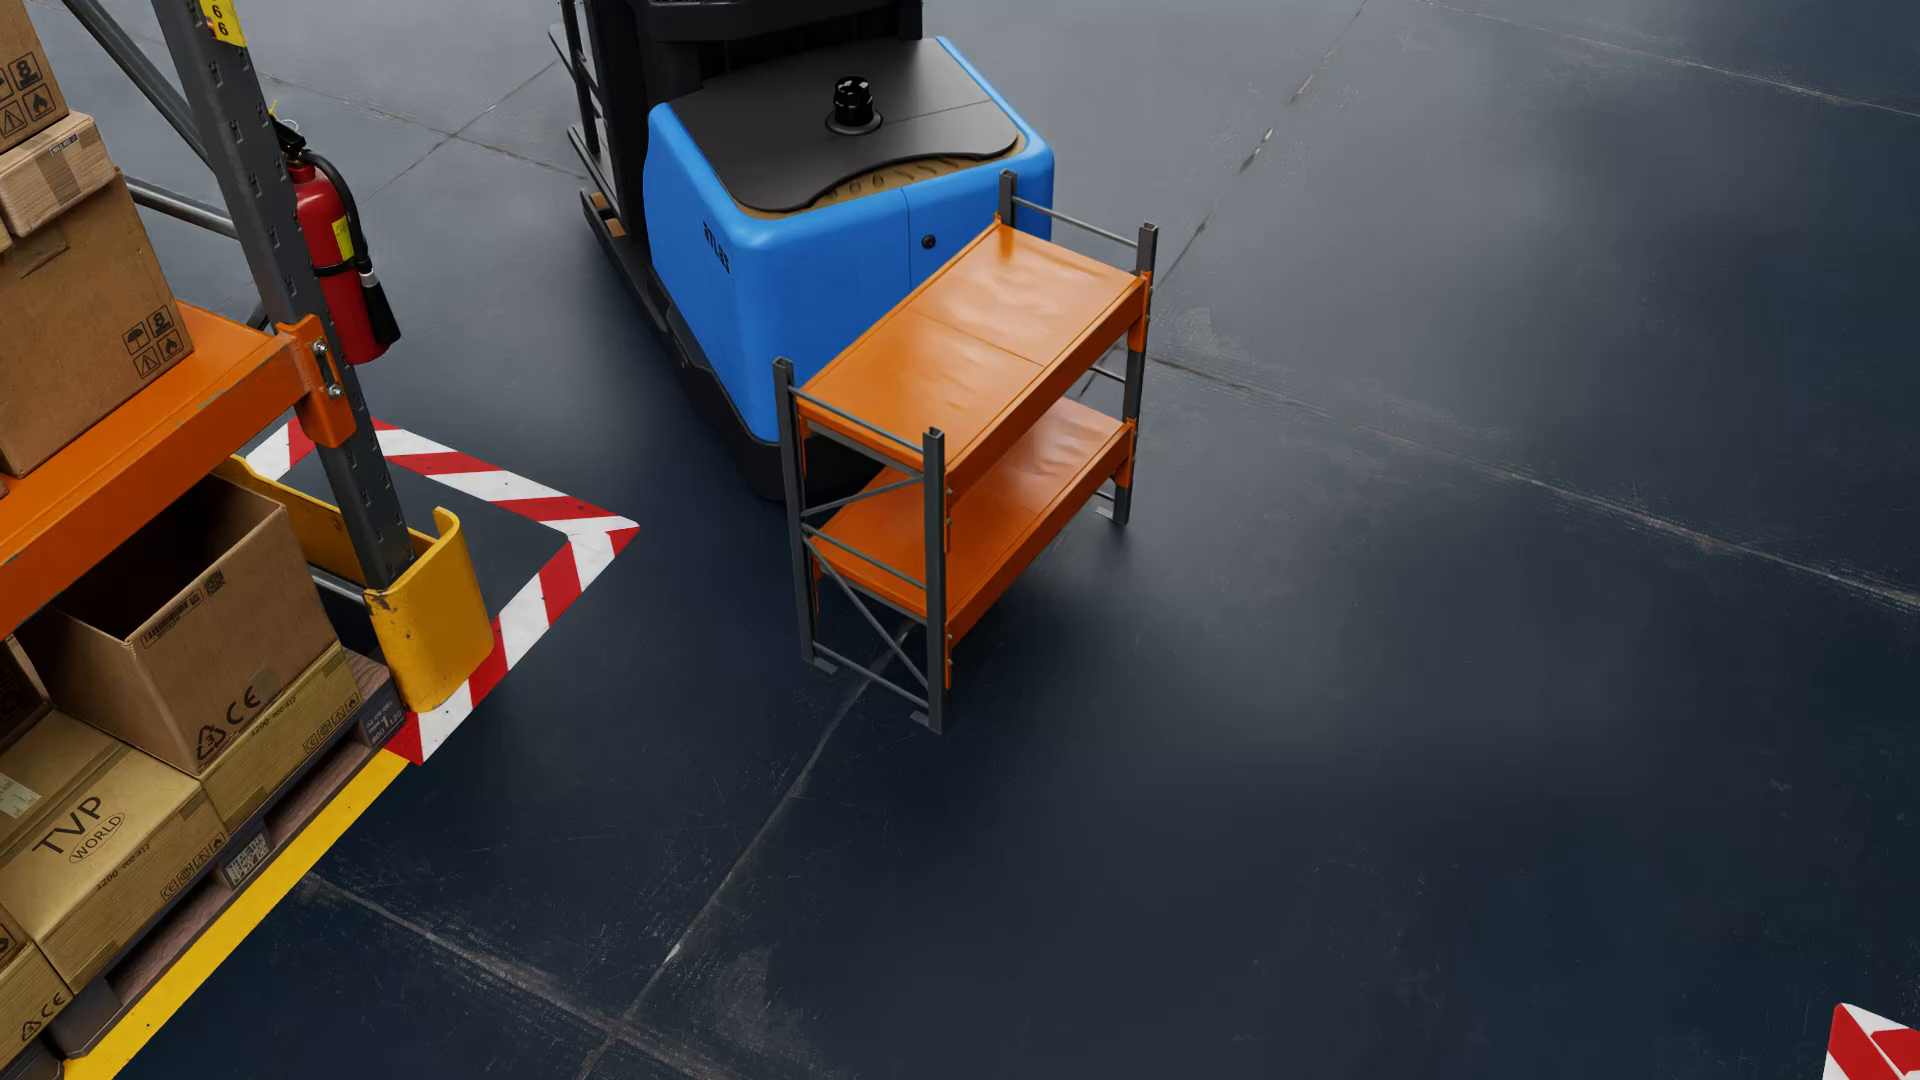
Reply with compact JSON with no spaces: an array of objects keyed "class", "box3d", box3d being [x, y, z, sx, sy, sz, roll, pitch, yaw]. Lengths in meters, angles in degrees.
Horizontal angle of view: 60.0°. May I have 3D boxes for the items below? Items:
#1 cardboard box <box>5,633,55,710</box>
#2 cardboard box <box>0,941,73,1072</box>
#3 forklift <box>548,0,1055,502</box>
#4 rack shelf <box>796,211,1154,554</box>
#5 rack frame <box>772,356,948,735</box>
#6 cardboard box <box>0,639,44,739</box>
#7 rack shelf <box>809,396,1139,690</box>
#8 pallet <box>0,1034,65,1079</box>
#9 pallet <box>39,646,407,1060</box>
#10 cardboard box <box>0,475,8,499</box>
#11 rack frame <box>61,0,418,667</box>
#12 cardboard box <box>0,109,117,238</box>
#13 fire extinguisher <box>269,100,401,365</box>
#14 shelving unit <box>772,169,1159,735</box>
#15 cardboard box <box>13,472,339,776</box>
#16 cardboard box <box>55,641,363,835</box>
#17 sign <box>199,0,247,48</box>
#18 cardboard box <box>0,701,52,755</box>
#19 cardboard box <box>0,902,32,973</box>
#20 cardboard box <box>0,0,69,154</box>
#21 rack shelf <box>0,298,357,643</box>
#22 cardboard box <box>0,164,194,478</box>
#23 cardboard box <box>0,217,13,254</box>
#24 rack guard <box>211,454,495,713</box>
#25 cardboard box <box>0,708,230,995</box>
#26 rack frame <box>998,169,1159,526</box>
[{"class":"cardboard box","box3d":[-2.413,0.255,4.527,0.500,0.250,0.500,20,49,19]},{"class":"cardboard box","box3d":[-2.406,1.060,3.731,0.500,0.250,0.500,20,49,19]},{"class":"forklift","box3d":[-0.798,-2.207,5.371,1.130,2.935,3.031,-19,48,-18]},{"class":"rack shelf","box3d":[0.037,-0.456,4.498,0.538,0.278,1.000,26,51,23]},{"class":"rack frame","box3d":[-0.251,0.048,4.411,0.500,1.125,0.032,26,51,23]},{"class":"cardboard box","box3d":[-2.643,0.307,3.949,0.500,0.500,0.500,20,49,19]},{"class":"rack shelf","box3d":[0.037,-0.078,4.880,0.538,0.278,1.000,26,51,23]},{"class":"pallet","box3d":[-2.852,1.413,3.705,1.003,0.211,1.213,20,49,19]},{"class":"pallet","box3d":[-2.285,0.647,4.462,1.003,0.211,1.213,20,49,19]},{"class":"cardboard box","box3d":[-2.435,-0.241,3.309,0.700,0.500,0.500,22,49,20]},{"class":"rack frame","box3d":[-1.967,-0.829,3.960,1.000,3.000,0.127,20,49,19]},{"class":"cardboard box","box3d":[-1.976,-0.788,3.394,0.380,0.149,0.250,20,49,18]},{"class":"fire extinguisher","box3d":[-1.501,-0.723,3.910,0.296,0.674,0.183,20,49,19]},{"class":"shelving unit","box3d":[0.037,-0.250,4.706,0.538,1.125,1.048,26,51,23]},{"class":"cardboard box","box3d":[-1.952,0.163,4.091,0.500,0.500,0.500,20,49,19]},{"class":"cardboard box","box3d":[-1.954,0.426,4.358,0.500,0.250,0.500,20,49,19]},{"class":"sign","box3d":[-1.493,-1.131,3.278,0.100,0.325,0.005,20,49,19]},{"class":"cardboard box","box3d":[-2.642,0.571,4.215,0.500,0.250,0.500,20,49,19]},{"class":"cardboard box","box3d":[-2.404,0.798,3.463,0.500,0.500,0.500,20,49,19]},{"class":"cardboard box","box3d":[-2.220,-0.997,3.144,0.700,0.500,0.500,21,49,19]},{"class":"rack shelf","box3d":[-2.895,0.684,2.971,1.077,0.370,4.000,20,49,19]},{"class":"cardboard box","box3d":[-2.195,-0.574,3.638,0.700,0.500,0.500,20,49,19]},{"class":"cardboard box","box3d":[-2.096,-0.623,3.230,0.380,0.149,0.250,22,49,20]},{"class":"rack guard","box3d":[-1.956,0.035,4.864,1.175,0.500,0.348,20,49,19]},{"class":"cardboard box","box3d":[-2.176,0.745,4.043,0.500,0.250,0.500,20,49,19]},{"class":"rack frame","box3d":[0.325,-0.548,5.001,0.500,1.125,0.032,26,51,23]}]
